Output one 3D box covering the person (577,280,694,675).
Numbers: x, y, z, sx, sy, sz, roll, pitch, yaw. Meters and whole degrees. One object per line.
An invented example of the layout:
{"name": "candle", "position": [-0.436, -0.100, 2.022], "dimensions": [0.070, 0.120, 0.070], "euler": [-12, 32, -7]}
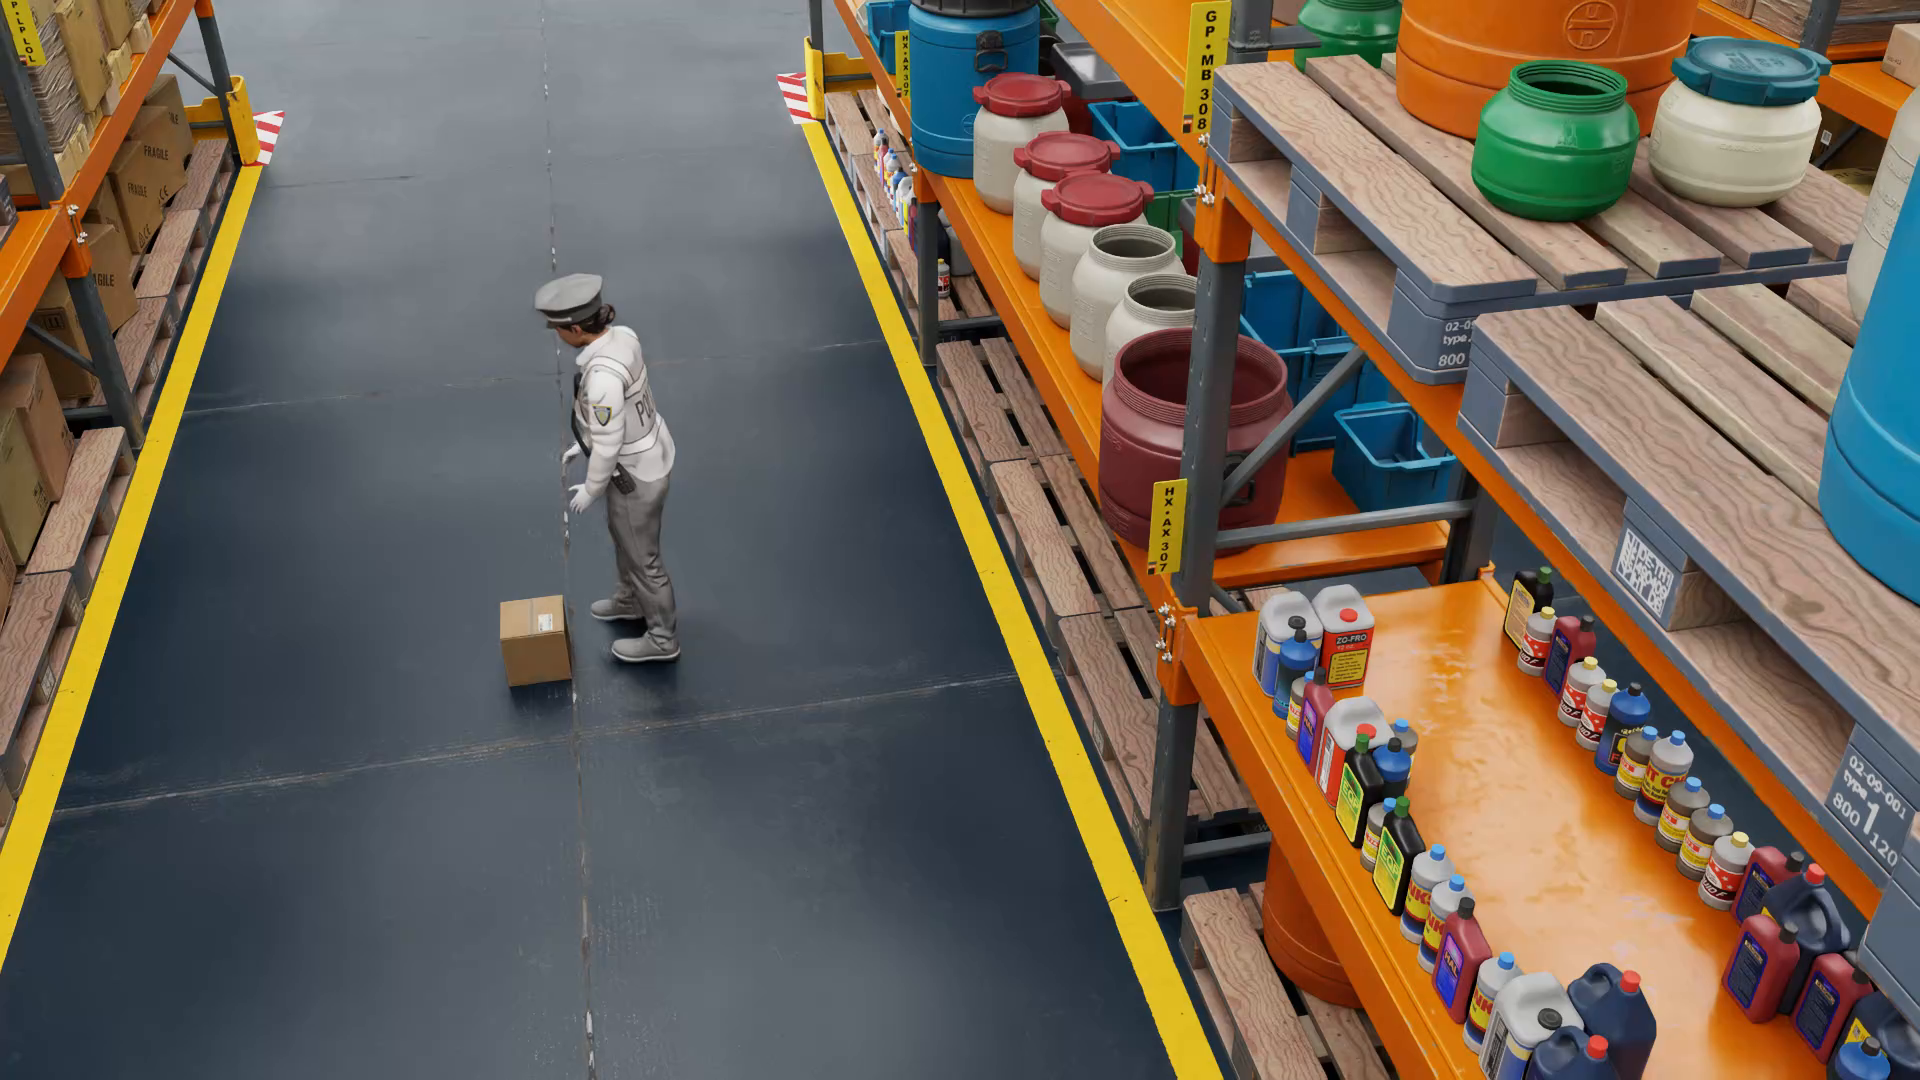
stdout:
{"name": "person", "position": [-1.276, -0.221, 6.466], "dimensions": [0.336, 1.686, 0.466], "euler": [-6, 35, -9]}
